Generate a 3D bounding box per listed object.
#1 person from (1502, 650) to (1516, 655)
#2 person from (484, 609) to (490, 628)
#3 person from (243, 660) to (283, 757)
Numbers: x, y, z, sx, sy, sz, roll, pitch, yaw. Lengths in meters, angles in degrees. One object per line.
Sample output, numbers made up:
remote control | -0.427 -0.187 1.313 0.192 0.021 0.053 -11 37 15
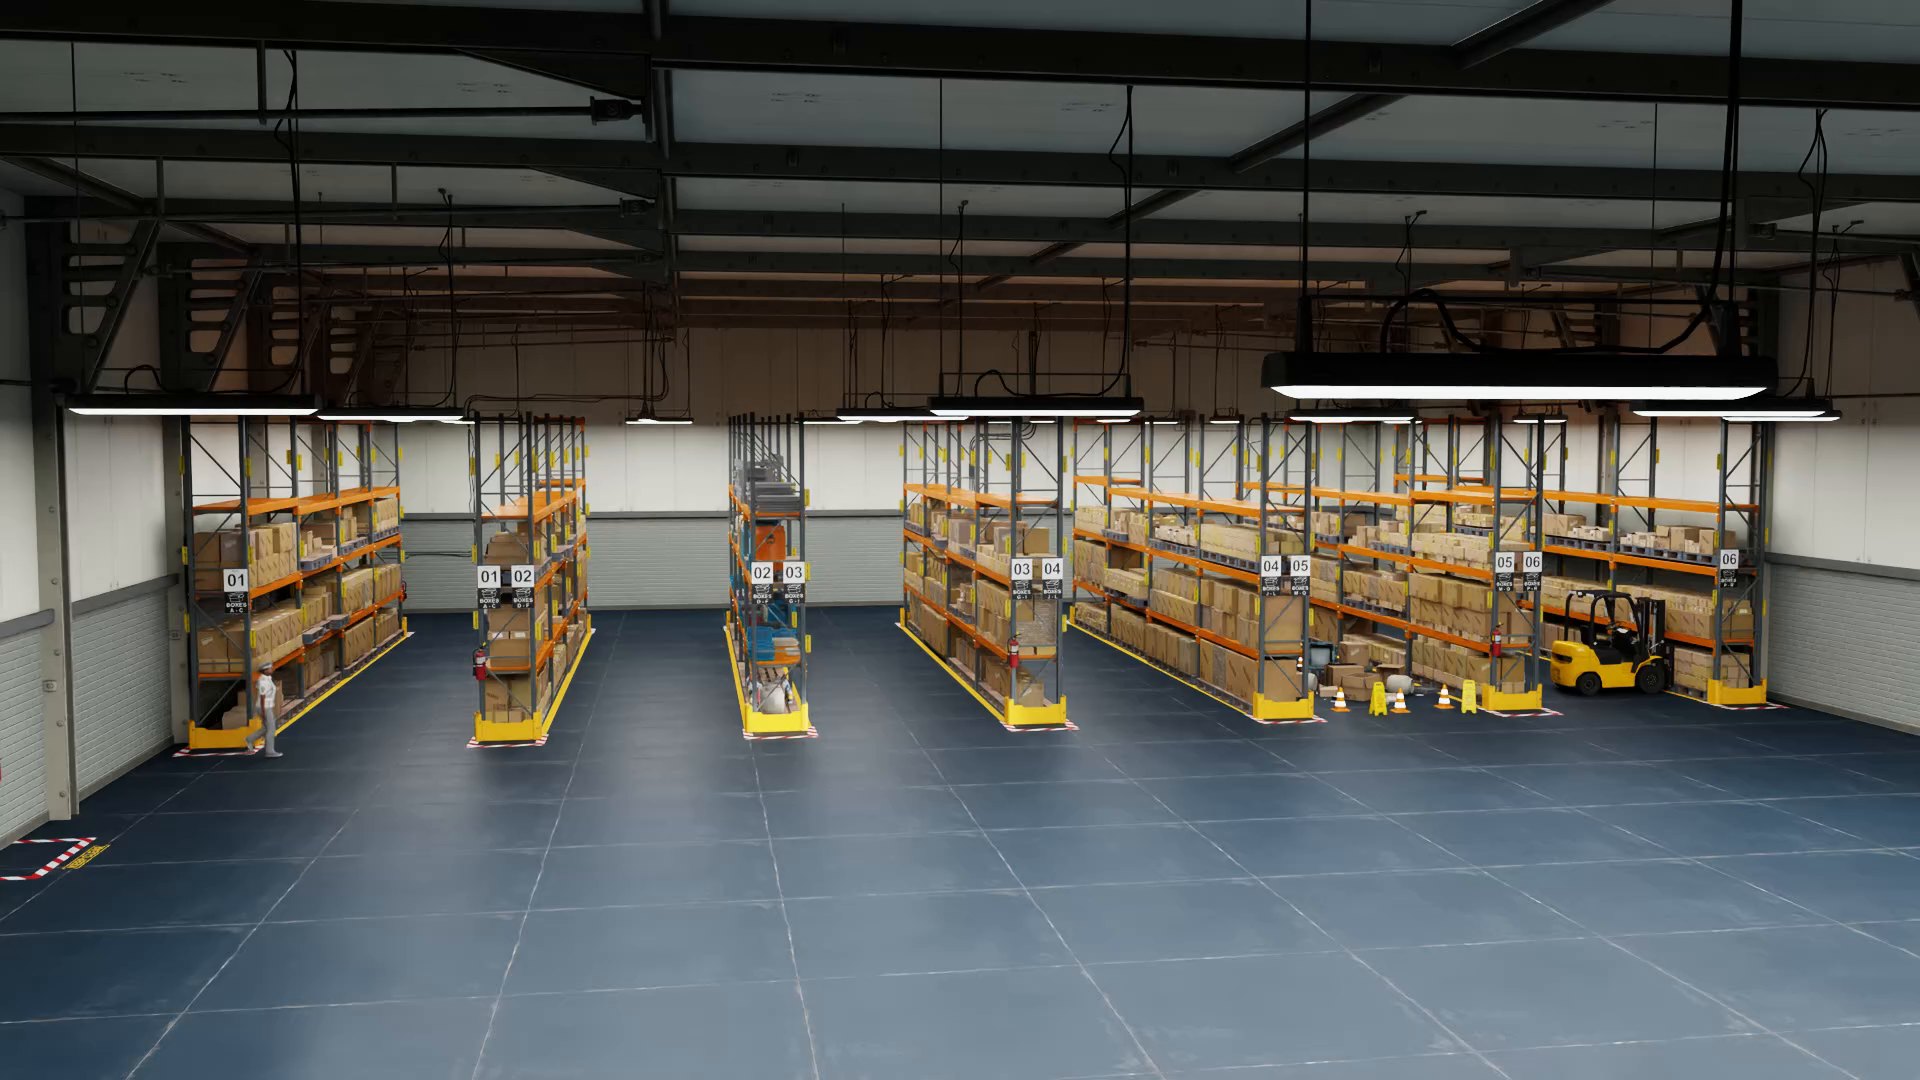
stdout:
person | 12.495 2.372 37.919 0.503 1.562 0.711 -1 4 -8
person | -11.964 2.045 42.703 0.469 1.514 0.779 0 4 0
person | -12.082 2.916 28.770 0.667 1.670 0.439 -1 4 -13
